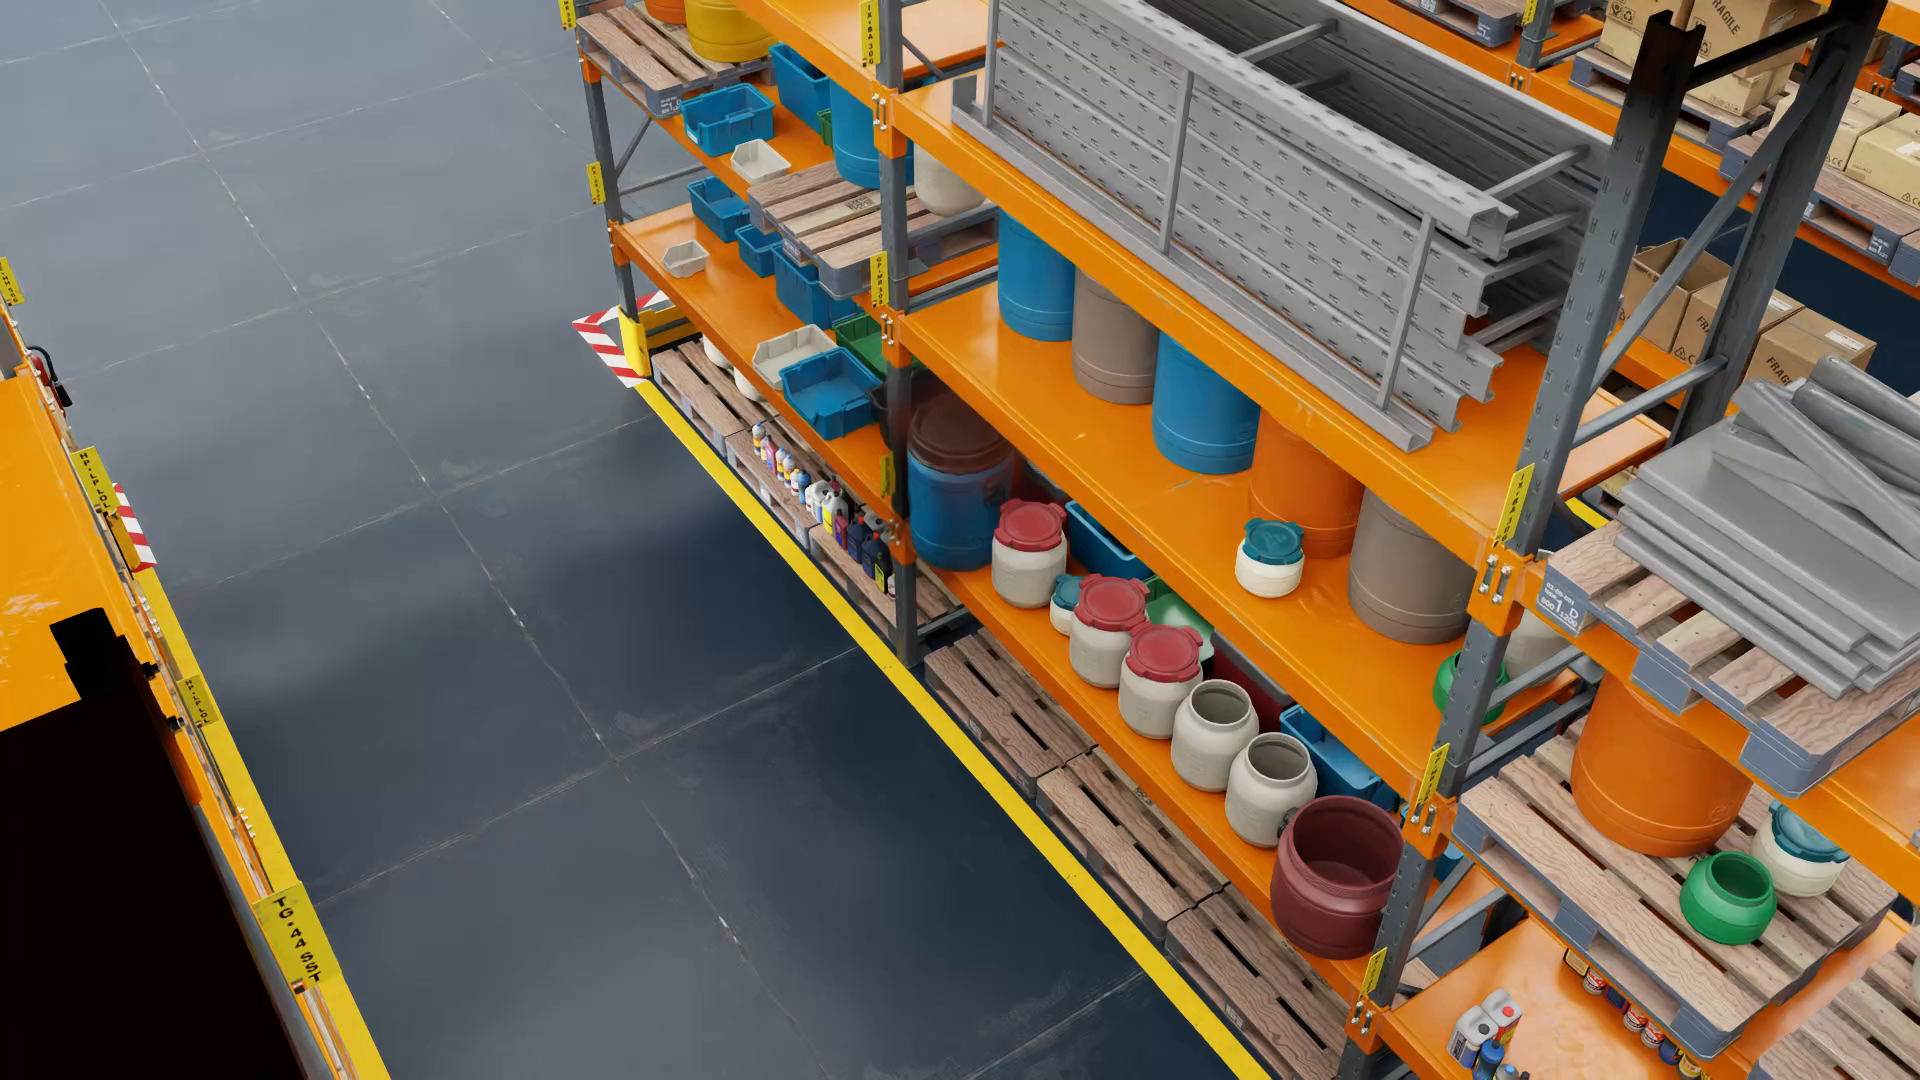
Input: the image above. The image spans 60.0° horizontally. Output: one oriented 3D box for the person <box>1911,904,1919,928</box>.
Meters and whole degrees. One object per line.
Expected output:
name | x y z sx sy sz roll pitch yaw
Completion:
person | 5.583 1.588 8.787 0.607 1.810 0.416 -1 43 -1
